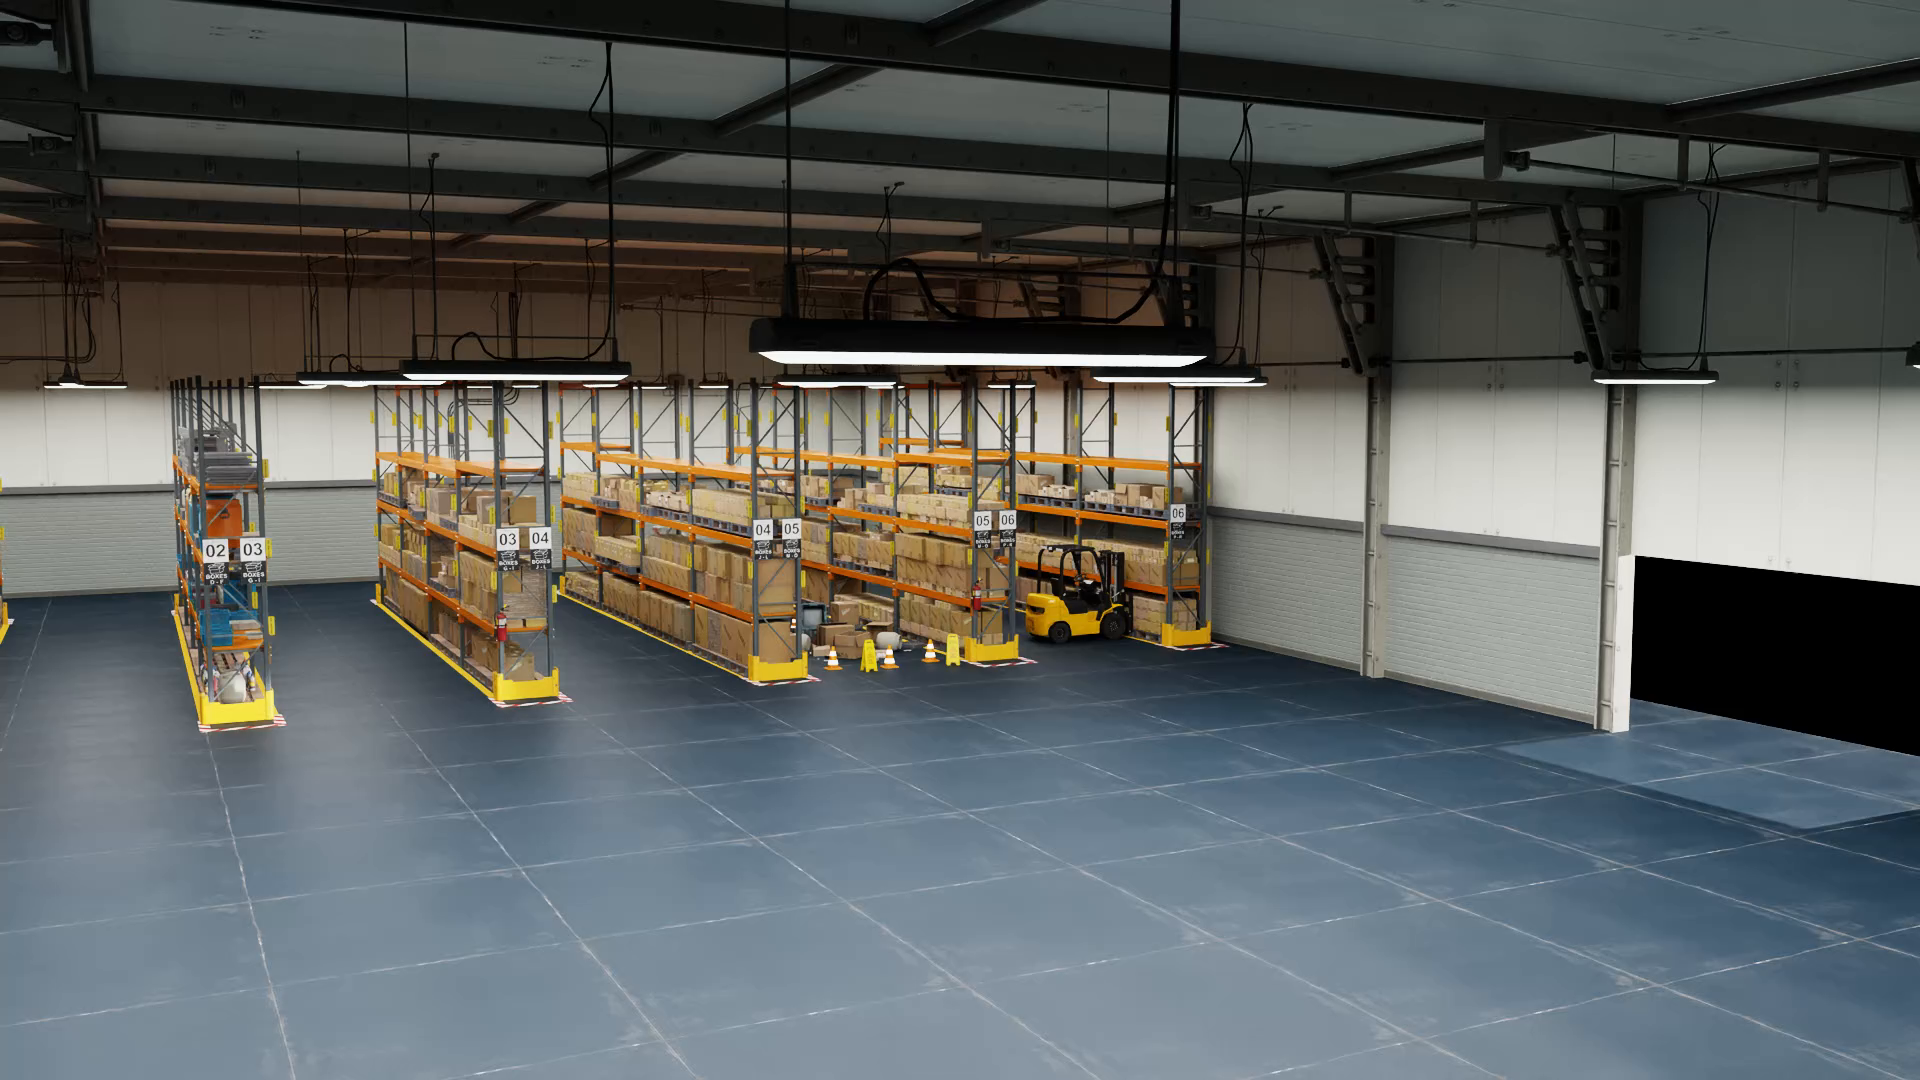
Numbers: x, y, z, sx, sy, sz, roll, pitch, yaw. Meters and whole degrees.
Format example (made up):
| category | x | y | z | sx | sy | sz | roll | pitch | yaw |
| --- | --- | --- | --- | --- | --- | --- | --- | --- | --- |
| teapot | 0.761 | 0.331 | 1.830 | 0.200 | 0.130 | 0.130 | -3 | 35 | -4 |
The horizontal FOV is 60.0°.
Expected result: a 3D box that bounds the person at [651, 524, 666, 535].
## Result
| category | x | y | z | sx | sy | sz | roll | pitch | yaw |
| --- | --- | --- | --- | --- | --- | --- | --- | --- | --- |
| person | -9.045 | 0.367 | 50.374 | 0.972 | 1.723 | 0.621 | -5 | 7 | -42 |
